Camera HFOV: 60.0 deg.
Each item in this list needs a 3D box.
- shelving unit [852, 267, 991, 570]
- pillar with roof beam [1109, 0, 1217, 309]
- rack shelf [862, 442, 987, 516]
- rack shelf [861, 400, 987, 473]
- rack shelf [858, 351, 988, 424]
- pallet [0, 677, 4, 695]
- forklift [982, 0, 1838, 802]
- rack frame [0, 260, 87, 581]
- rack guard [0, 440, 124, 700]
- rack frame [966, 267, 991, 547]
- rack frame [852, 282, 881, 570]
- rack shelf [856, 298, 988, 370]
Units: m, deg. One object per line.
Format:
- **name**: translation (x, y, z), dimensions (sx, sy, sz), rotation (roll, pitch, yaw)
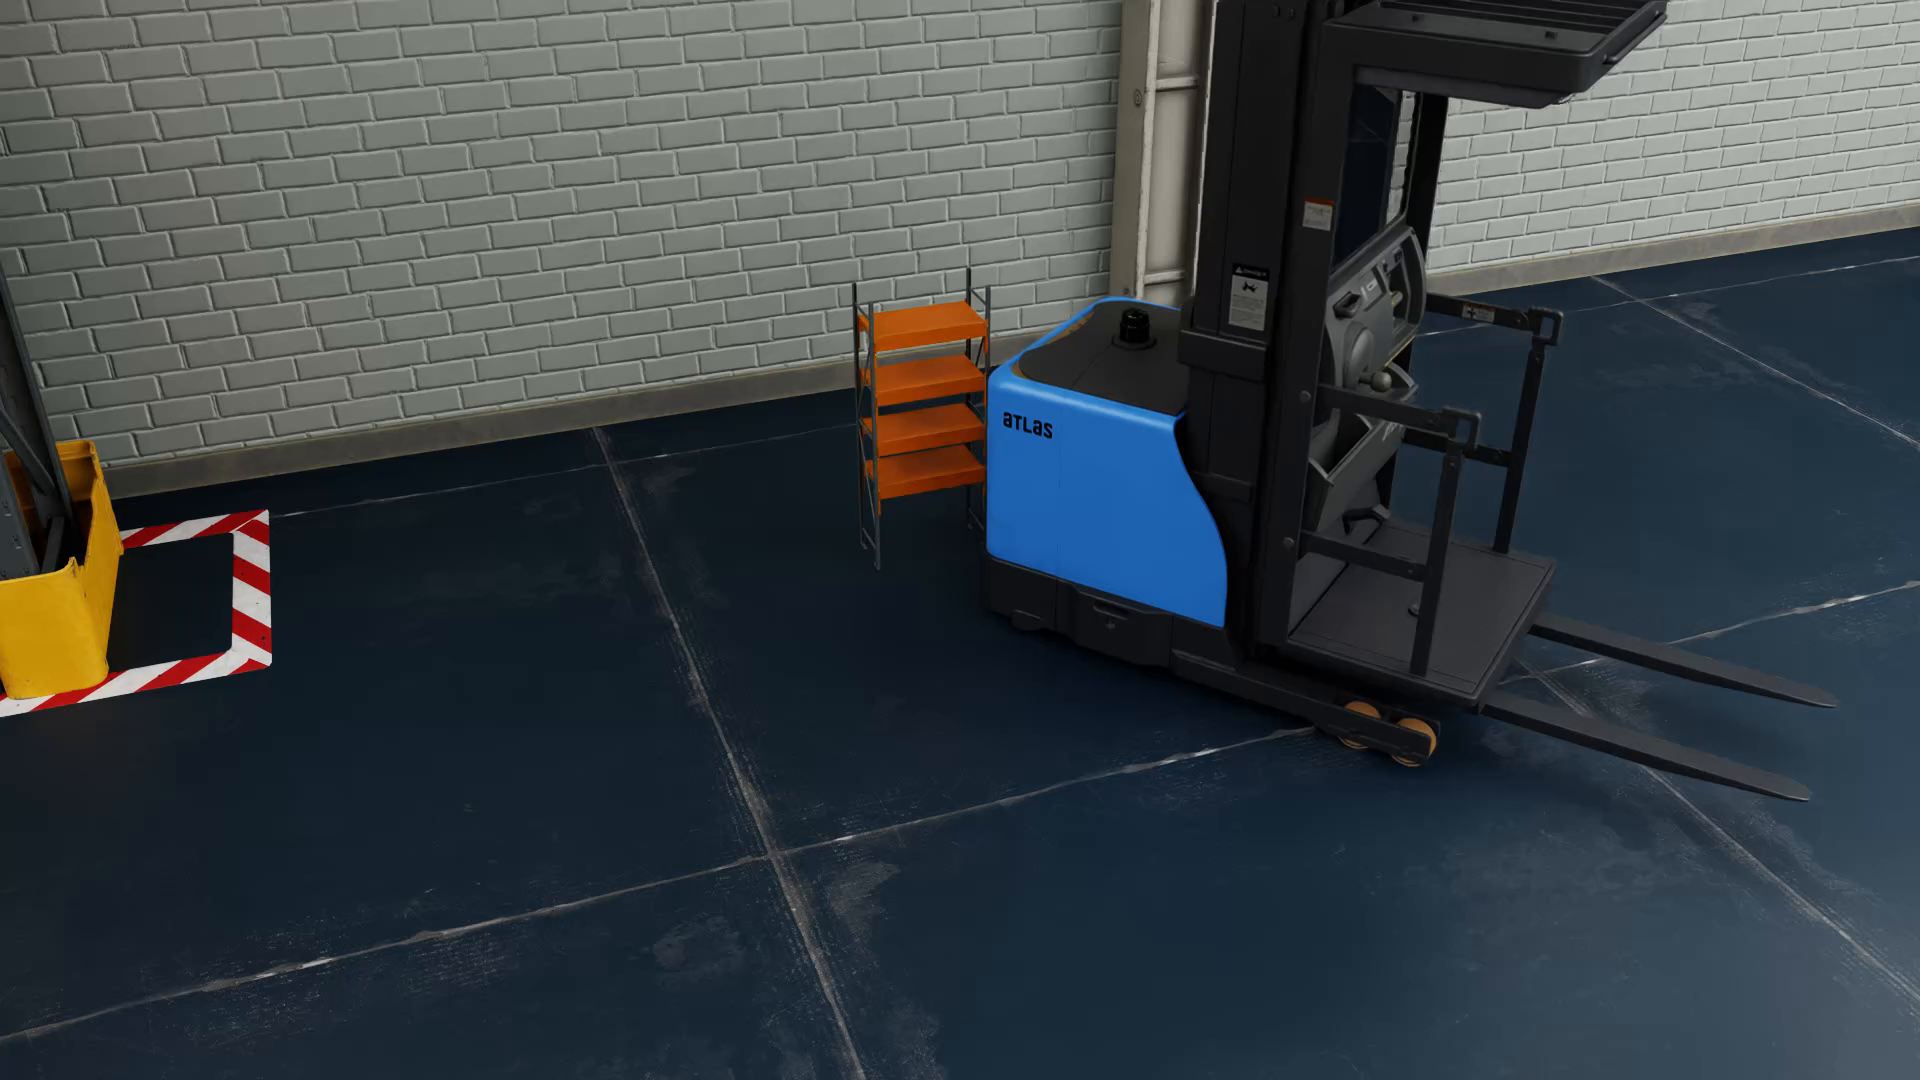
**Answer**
- **shelving unit**: translation (-0.155, -0.493, 6.903), dimensions (0.503, 1.200, 0.258), rotation (-10, 31, -18)
- **pillar with roof beam**: translation (2.540, -2.936, 3.312), dimensions (0.400, 9.000, 9.100), rotation (-10, 31, -18)
- **rack shelf**: translation (-0.155, -0.262, 7.034), dimensions (0.480, 0.148, 0.258), rotation (-10, 31, -18)
- **rack shelf**: translation (-0.155, -0.434, 6.936), dimensions (0.480, 0.148, 0.258), rotation (-10, 31, -18)
- **rack shelf**: translation (-0.155, -0.629, 6.825), dimensions (0.480, 0.148, 0.258), rotation (-10, 31, -18)
- **pallet**: translation (-4.320, 0.370, 6.387), dimensions (1.213, 0.211, 1.003), rotation (-10, 31, -18)
- **forklift**: translation (1.612, -0.778, 5.655), dimensions (3.031, 2.935, 1.130), rotation (17, 34, 27)
- **rack frame**: translation (-3.617, -0.993, 5.962), dimensions (0.127, 3.000, 1.000), rotation (-10, 31, -18)
- **rack guard**: translation (-3.595, 0.089, 6.588), dimensions (0.348, 0.500, 1.175), rotation (-10, 31, -18)
- **rack frame**: translation (0.074, -0.535, 6.977), dimensions (0.015, 1.200, 0.240), rotation (-10, 31, -18)
- **rack frame**: translation (-0.384, -0.451, 6.829), dimensions (0.015, 1.200, 0.240), rotation (-10, 31, -18)
- **rack shelf**: translation (-0.155, -0.834, 6.708), dimensions (0.480, 0.148, 0.258), rotation (-10, 31, -18)
